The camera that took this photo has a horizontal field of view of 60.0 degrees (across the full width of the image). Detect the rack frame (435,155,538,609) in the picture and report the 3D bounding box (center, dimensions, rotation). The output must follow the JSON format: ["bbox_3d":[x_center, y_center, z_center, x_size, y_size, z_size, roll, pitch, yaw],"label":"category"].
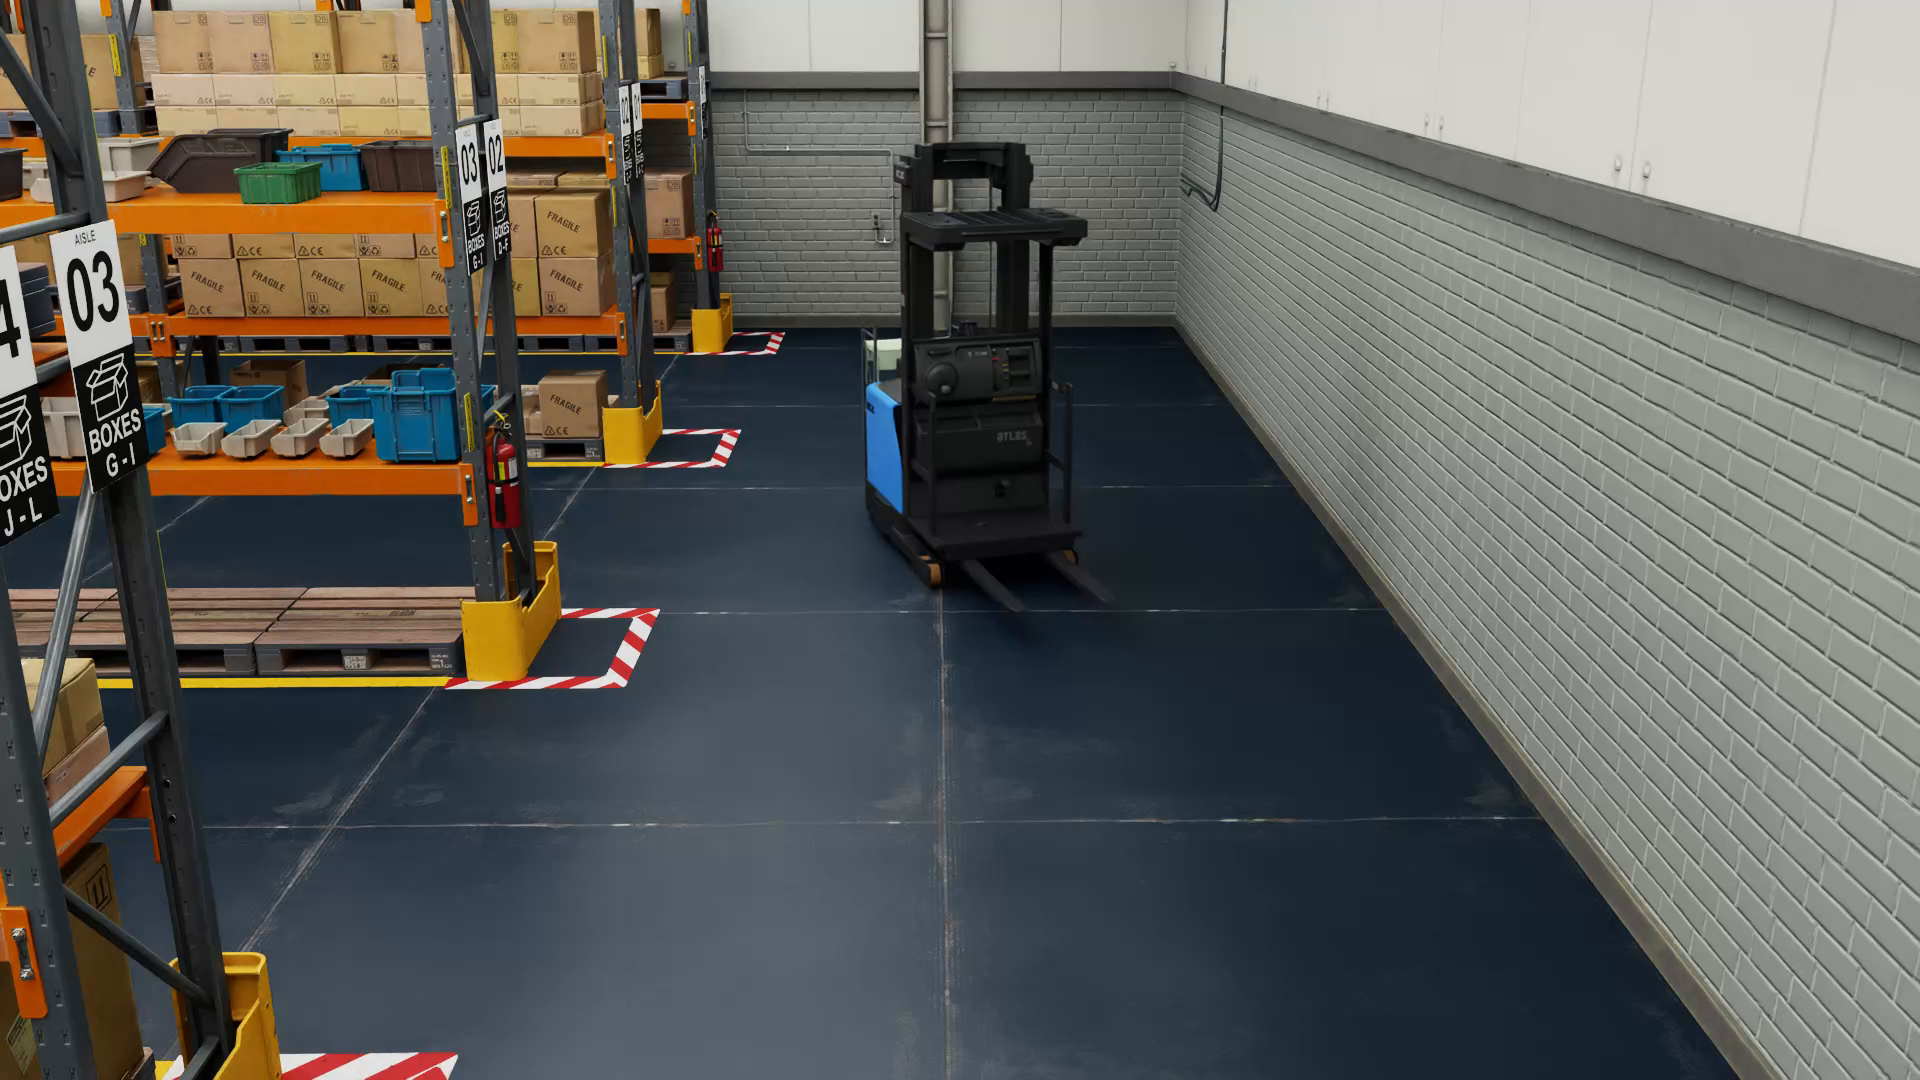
[{"bbox_3d":[-2.814,-0.759,10.004,0.127,3.000,1.000,0,18,-1],"label":"rack frame"}]

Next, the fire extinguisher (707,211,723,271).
[{"bbox_3d":[-2.812,-3.430,19.068,0.183,0.674,0.296,0,18,-1],"label":"fire extinguisher"}]

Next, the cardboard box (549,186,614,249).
[{"bbox_3d":[-3.336,-2.874,14.796,0.500,0.500,0.500,0,18,1],"label":"cardboard box"}]

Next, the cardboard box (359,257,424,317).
[{"bbox_3d":[-4.853,-2.228,14.418,0.500,0.500,0.500,-1,18,-2],"label":"cardboard box"}]

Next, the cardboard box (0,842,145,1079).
[{"bbox_3d":[-3.374,1.593,5.463,0.875,0.875,0.875,0,18,-1],"label":"cardboard box"}]

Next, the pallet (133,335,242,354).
[{"bbox_3d":[-8.963,-2.404,19.697,1.213,0.211,1.003,0,18,-1],"label":"pallet"}]

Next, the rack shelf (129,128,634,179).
[{"bbox_3d":[-4.888,-3.348,14.342,4.000,0.370,1.077,0,18,-1],"label":"rack shelf"}]

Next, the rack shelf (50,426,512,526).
[{"bbox_3d":[-4.814,-0.407,10.084,4.000,0.370,1.077,0,18,-1],"label":"rack shelf"}]

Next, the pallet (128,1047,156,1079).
[{"bbox_3d":[-3.534,2.109,5.628,1.213,0.211,1.003,0,18,-1],"label":"pallet"}]

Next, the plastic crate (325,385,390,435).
[{"bbox_3d":[-3.724,-0.804,10.320,0.300,0.233,0.416,0,18,-1],"label":"plastic crate"}]

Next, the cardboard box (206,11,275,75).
[{"bbox_3d":[-5.900,-4.178,13.950,0.500,0.500,0.700,0,18,-1],"label":"cardboard box"}]

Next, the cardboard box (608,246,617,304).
[{"bbox_3d":[-3.336,-2.398,14.949,0.500,0.500,0.500,0,18,0],"label":"cardboard box"}]

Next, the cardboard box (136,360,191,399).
[{"bbox_3d":[-7.375,-1.344,15.199,0.500,0.500,0.500,-1,18,-3],"label":"cardboard box"}]

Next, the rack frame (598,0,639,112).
[{"bbox_3d":[-2.888,-5.129,13.804,0.127,3.000,1.000,0,18,-1],"label":"rack frame"}]

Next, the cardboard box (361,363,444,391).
[{"bbox_3d":[-5.009,-1.284,15.007,0.637,0.503,0.797,0,18,-1],"label":"cardboard box"}]

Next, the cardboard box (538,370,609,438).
[{"bbox_3d":[-3.428,-1.214,14.792,0.500,0.500,0.500,0,18,-1],"label":"cardboard box"}]

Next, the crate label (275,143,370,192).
[{"bbox_3d":[-3.741,-2.211,9.862,0.502,0.251,0.408,0,18,-1],"label":"crate label"}]

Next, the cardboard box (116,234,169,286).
[{"bbox_3d":[-7.365,-2.566,14.786,0.500,0.500,0.700,-6,19,-19],"label":"cardboard box"}]

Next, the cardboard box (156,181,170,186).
[{"bbox_3d":[-8.939,-3.876,19.036,0.500,0.500,0.500,0,18,1],"label":"cardboard box"}]

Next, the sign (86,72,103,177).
[{"bbox_3d":[-2.738,-1.298,5.213,0.005,0.325,0.100,0,18,-1],"label":"sign"}]

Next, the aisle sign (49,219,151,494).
[{"bbox_3d":[-2.668,-0.576,5.178,0.004,0.787,0.394,0,18,-1],"label":"aisle sign"}]

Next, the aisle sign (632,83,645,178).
[{"bbox_3d":[-2.825,-3.600,14.603,0.004,0.787,0.394,0,18,-1],"label":"aisle sign"}]

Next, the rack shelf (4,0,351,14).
[{"bbox_3d":[-8.969,-6.080,18.601,4.000,0.370,1.077,0,18,-1],"label":"rack shelf"}]

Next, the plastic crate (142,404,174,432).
[{"bbox_3d":[-5.077,-0.743,10.287,0.466,0.136,0.293,0,18,-1],"label":"plastic crate"}]

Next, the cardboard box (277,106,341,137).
[{"bbox_3d":[-5.398,-3.540,14.006,0.500,0.250,0.500,0,18,-1],"label":"cardboard box"}]

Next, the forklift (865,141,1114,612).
[{"bbox_3d":[0.200,-1.208,11.514,1.130,2.935,3.031,-6,19,-17],"label":"forklift"}]

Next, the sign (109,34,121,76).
[{"bbox_3d":[-6.875,-3.945,13.534,0.005,0.325,0.100,0,18,-1],"label":"sign"}]

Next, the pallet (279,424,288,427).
[{"bbox_3d":[-6.201,-0.928,15.095,1.213,0.211,1.003,0,18,-1],"label":"pallet"}]

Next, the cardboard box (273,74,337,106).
[{"bbox_3d":[-5.398,-3.776,13.925,0.500,0.250,0.500,0,18,-1],"label":"cardboard box"}]

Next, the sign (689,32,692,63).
[{"bbox_3d":[-2.976,-5.431,18.338,0.005,0.325,0.100,0,18,-1],"label":"sign"}]

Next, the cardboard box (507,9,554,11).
[{"bbox_3d":[-4.720,-5.656,18.523,0.500,0.500,0.500,-1,18,-3],"label":"cardboard box"}]

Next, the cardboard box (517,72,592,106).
[{"bbox_3d":[-3.398,-3.787,13.958,0.500,0.250,0.500,0,18,-1],"label":"cardboard box"}]

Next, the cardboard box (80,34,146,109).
[{"bbox_3d":[-7.393,-3.996,14.169,0.600,0.600,0.600,-2,18,-6],"label":"cardboard box"}]

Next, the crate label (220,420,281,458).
[{"bbox_3d":[-4.194,-0.597,9.832,0.243,0.136,0.396,0,18,-1],"label":"crate label"}]

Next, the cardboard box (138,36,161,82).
[{"bbox_3d":[-8.909,-5.475,18.910,0.500,0.500,0.700,0,18,-1],"label":"cardboard box"}]

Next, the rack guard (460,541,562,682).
[{"bbox_3d":[-2.790,0.427,10.398,0.348,0.500,1.175,0,18,-1],"label":"rack guard"}]

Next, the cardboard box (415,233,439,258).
[{"bbox_3d":[-4.352,-2.703,14.263,0.500,0.500,0.500,0,18,1],"label":"cardboard box"}]

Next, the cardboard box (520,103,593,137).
[{"bbox_3d":[-3.398,-3.546,14.026,0.500,0.250,0.500,0,18,-1],"label":"cardboard box"}]

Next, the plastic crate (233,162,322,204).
[{"bbox_3d":[-3.796,-1.995,9.291,0.336,0.188,0.450,0,18,-1],"label":"plastic crate"}]

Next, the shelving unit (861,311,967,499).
[{"bbox_3d":[-0.364,-1.036,13.321,0.755,1.500,0.431,-6,19,-17],"label":"shelving unit"}]

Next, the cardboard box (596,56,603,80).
[{"bbox_3d":[-4.219,-5.302,18.649,0.500,0.250,0.500,-1,18,-3],"label":"cardboard box"}]

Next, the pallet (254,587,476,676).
[{"bbox_3d":[-3.639,0.561,10.454,1.213,0.211,1.003,0,18,-1],"label":"pallet"}]

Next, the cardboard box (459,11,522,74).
[{"bbox_3d":[-3.903,-4.240,14.143,0.500,0.500,0.700,0,18,-1],"label":"cardboard box"}]

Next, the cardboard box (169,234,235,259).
[{"bbox_3d":[-6.412,-2.693,14.231,0.500,0.500,0.500,0,18,1],"label":"cardboard box"}]

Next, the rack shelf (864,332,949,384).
[{"bbox_3d":[-0.364,-1.408,13.202,0.720,0.370,0.431,-6,19,-17],"label":"rack shelf"}]

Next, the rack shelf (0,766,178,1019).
[{"bbox_3d":[-4.735,1.106,5.368,4.000,0.370,1.077,0,18,-1],"label":"rack shelf"}]

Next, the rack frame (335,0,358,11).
[{"bbox_3d":[-6.970,-6.622,18.460,0.127,3.000,1.000,0,18,-1],"label":"rack frame"}]

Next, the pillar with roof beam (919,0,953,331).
[{"bbox_3d":[-0.216,-5.604,15.285,0.400,9.000,9.100,0,18,-1],"label":"pillar with roof beam"}]
